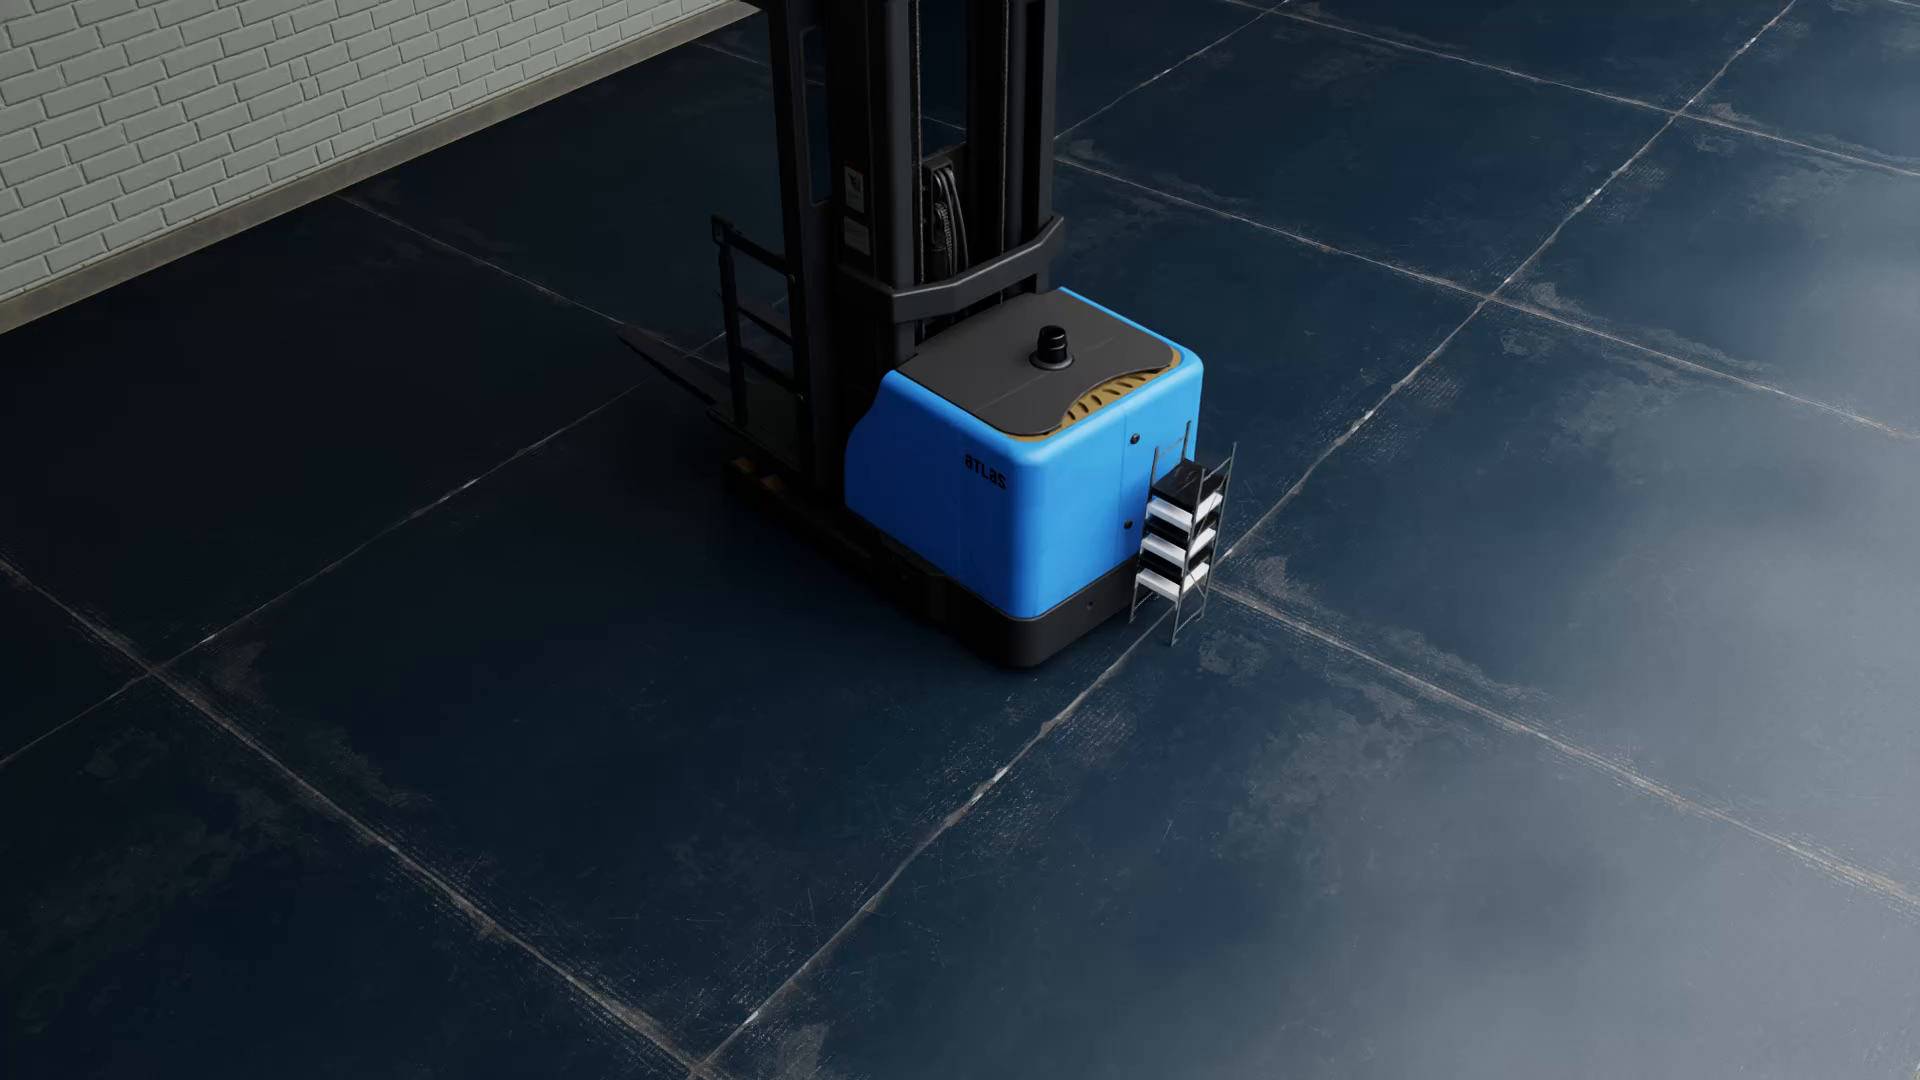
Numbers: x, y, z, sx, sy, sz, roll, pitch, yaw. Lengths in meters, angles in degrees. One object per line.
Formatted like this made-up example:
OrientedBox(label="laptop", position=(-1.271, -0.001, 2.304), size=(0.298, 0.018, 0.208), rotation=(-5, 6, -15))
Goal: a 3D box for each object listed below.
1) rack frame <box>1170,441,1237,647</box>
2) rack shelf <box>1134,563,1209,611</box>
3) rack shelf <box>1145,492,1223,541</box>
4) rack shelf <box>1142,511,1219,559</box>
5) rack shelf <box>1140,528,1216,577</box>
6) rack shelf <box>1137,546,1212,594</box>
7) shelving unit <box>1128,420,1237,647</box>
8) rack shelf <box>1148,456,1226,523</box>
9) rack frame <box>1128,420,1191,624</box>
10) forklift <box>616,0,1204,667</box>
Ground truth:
OrientedBox(label="rack frame", position=(0.944, 0.030, 6.483), size=(0.006, 0.900, 0.240), rotation=(29, 47, 27))
OrientedBox(label="rack shelf", position=(0.855, 0.148, 6.667), size=(0.200, 0.077, 0.258), rotation=(29, 47, 27))
OrientedBox(label="rack shelf", position=(0.872, -0.126, 6.434), size=(0.200, 0.077, 0.258), rotation=(29, 47, 27))
OrientedBox(label="rack shelf", position=(0.868, -0.058, 6.492), size=(0.200, 0.077, 0.258), rotation=(29, 47, 27))
OrientedBox(label="rack shelf", position=(0.864, 0.011, 6.551), size=(0.200, 0.077, 0.258), rotation=(29, 47, 27))
OrientedBox(label="rack shelf", position=(0.859, 0.080, 6.609), size=(0.200, 0.077, 0.258), rotation=(29, 47, 27))
OrientedBox(label="shelving unit", position=(0.865, -0.015, 6.529), size=(0.210, 0.900, 0.258), rotation=(29, 47, 27))
OrientedBox(label="rack shelf", position=(0.876, -0.195, 6.376), size=(0.200, 0.077, 0.258), rotation=(29, 47, 27))
OrientedBox(label="rack frame", position=(0.786, -0.059, 6.576), size=(0.006, 0.900, 0.240), rotation=(29, 47, 27))
OrientedBox(label="forklift", position=(-0.418, -1.472, 6.753), size=(1.130, 2.935, 3.031), rotation=(-30, 47, -33))
